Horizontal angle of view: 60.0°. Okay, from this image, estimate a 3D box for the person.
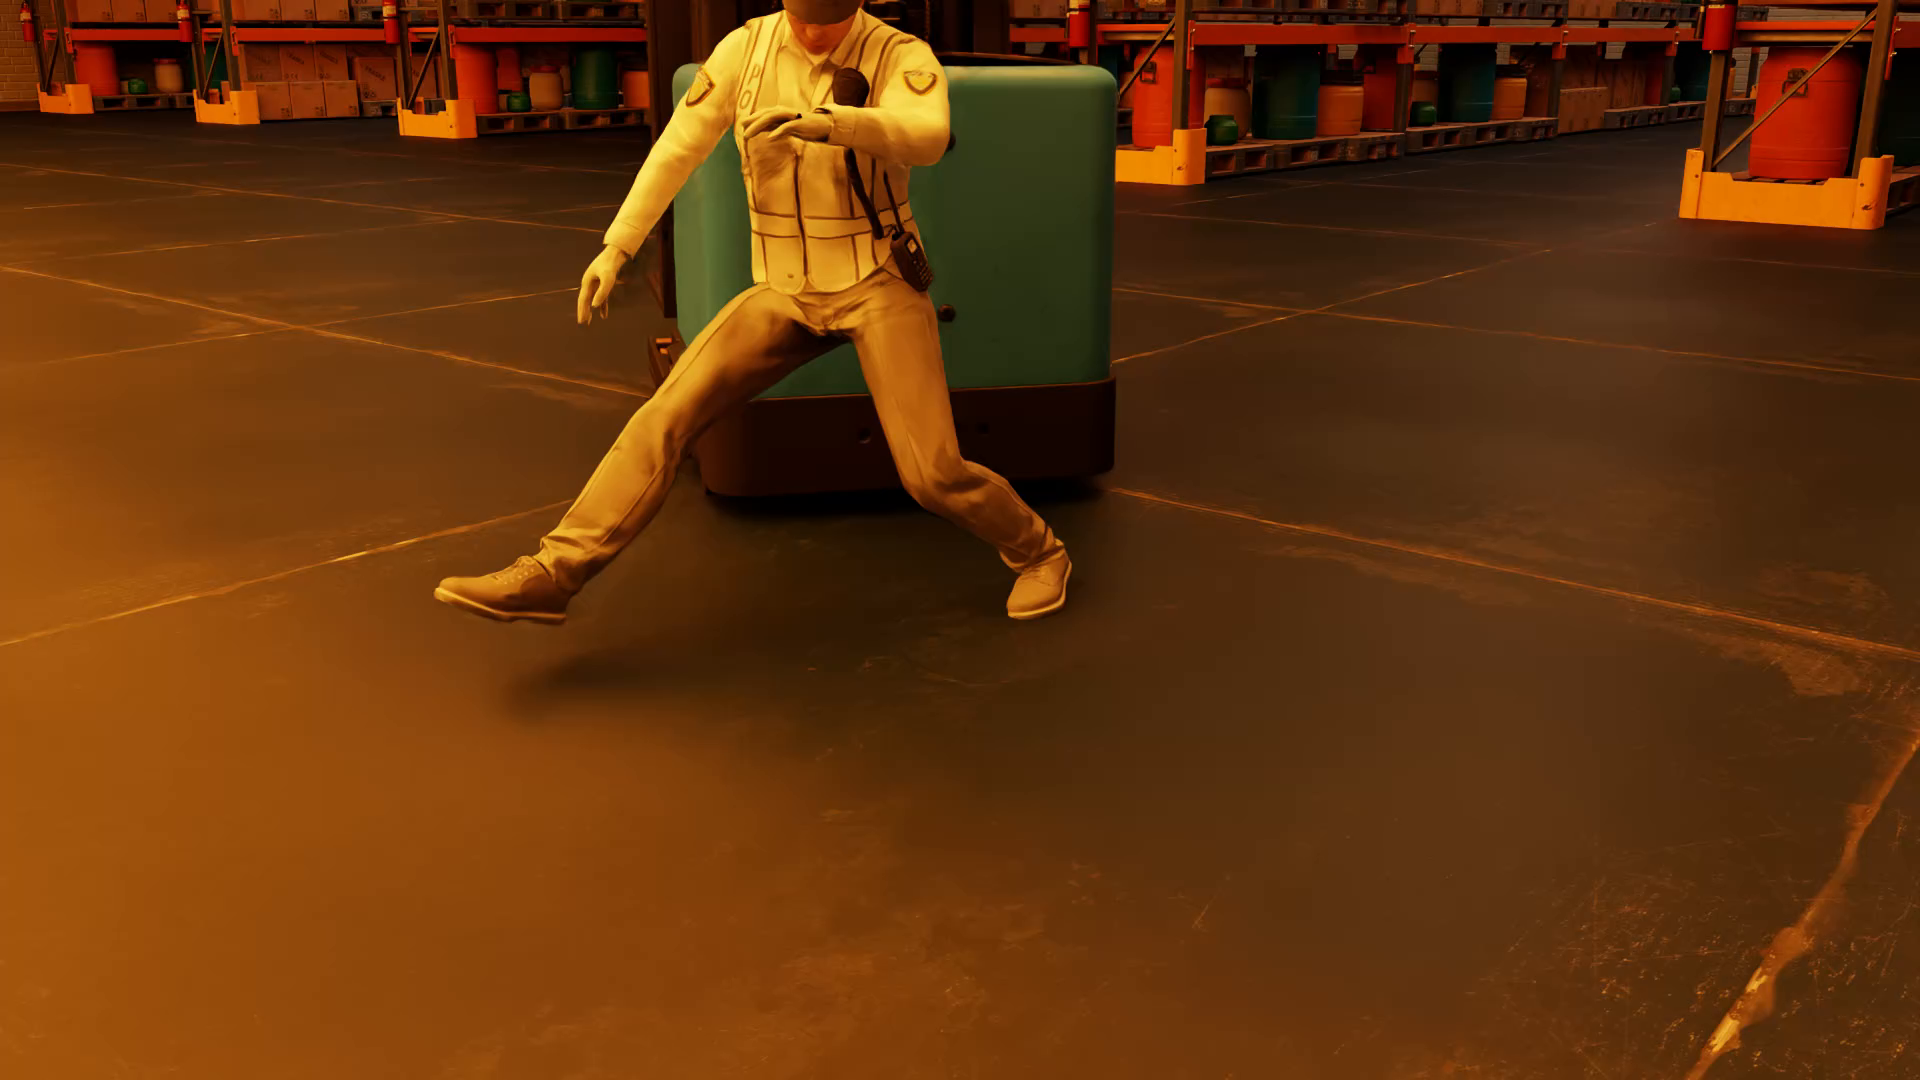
[{"bbox_3d":[-0.349,-0.473,3.127,0.910,1.425,1.106,7,18,23],"label":"person"}]

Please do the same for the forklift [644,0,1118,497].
[{"bbox_3d":[-0.448,-1.894,5.135,1.130,2.935,3.031,-4,17,-13],"label":"forklift"}]
